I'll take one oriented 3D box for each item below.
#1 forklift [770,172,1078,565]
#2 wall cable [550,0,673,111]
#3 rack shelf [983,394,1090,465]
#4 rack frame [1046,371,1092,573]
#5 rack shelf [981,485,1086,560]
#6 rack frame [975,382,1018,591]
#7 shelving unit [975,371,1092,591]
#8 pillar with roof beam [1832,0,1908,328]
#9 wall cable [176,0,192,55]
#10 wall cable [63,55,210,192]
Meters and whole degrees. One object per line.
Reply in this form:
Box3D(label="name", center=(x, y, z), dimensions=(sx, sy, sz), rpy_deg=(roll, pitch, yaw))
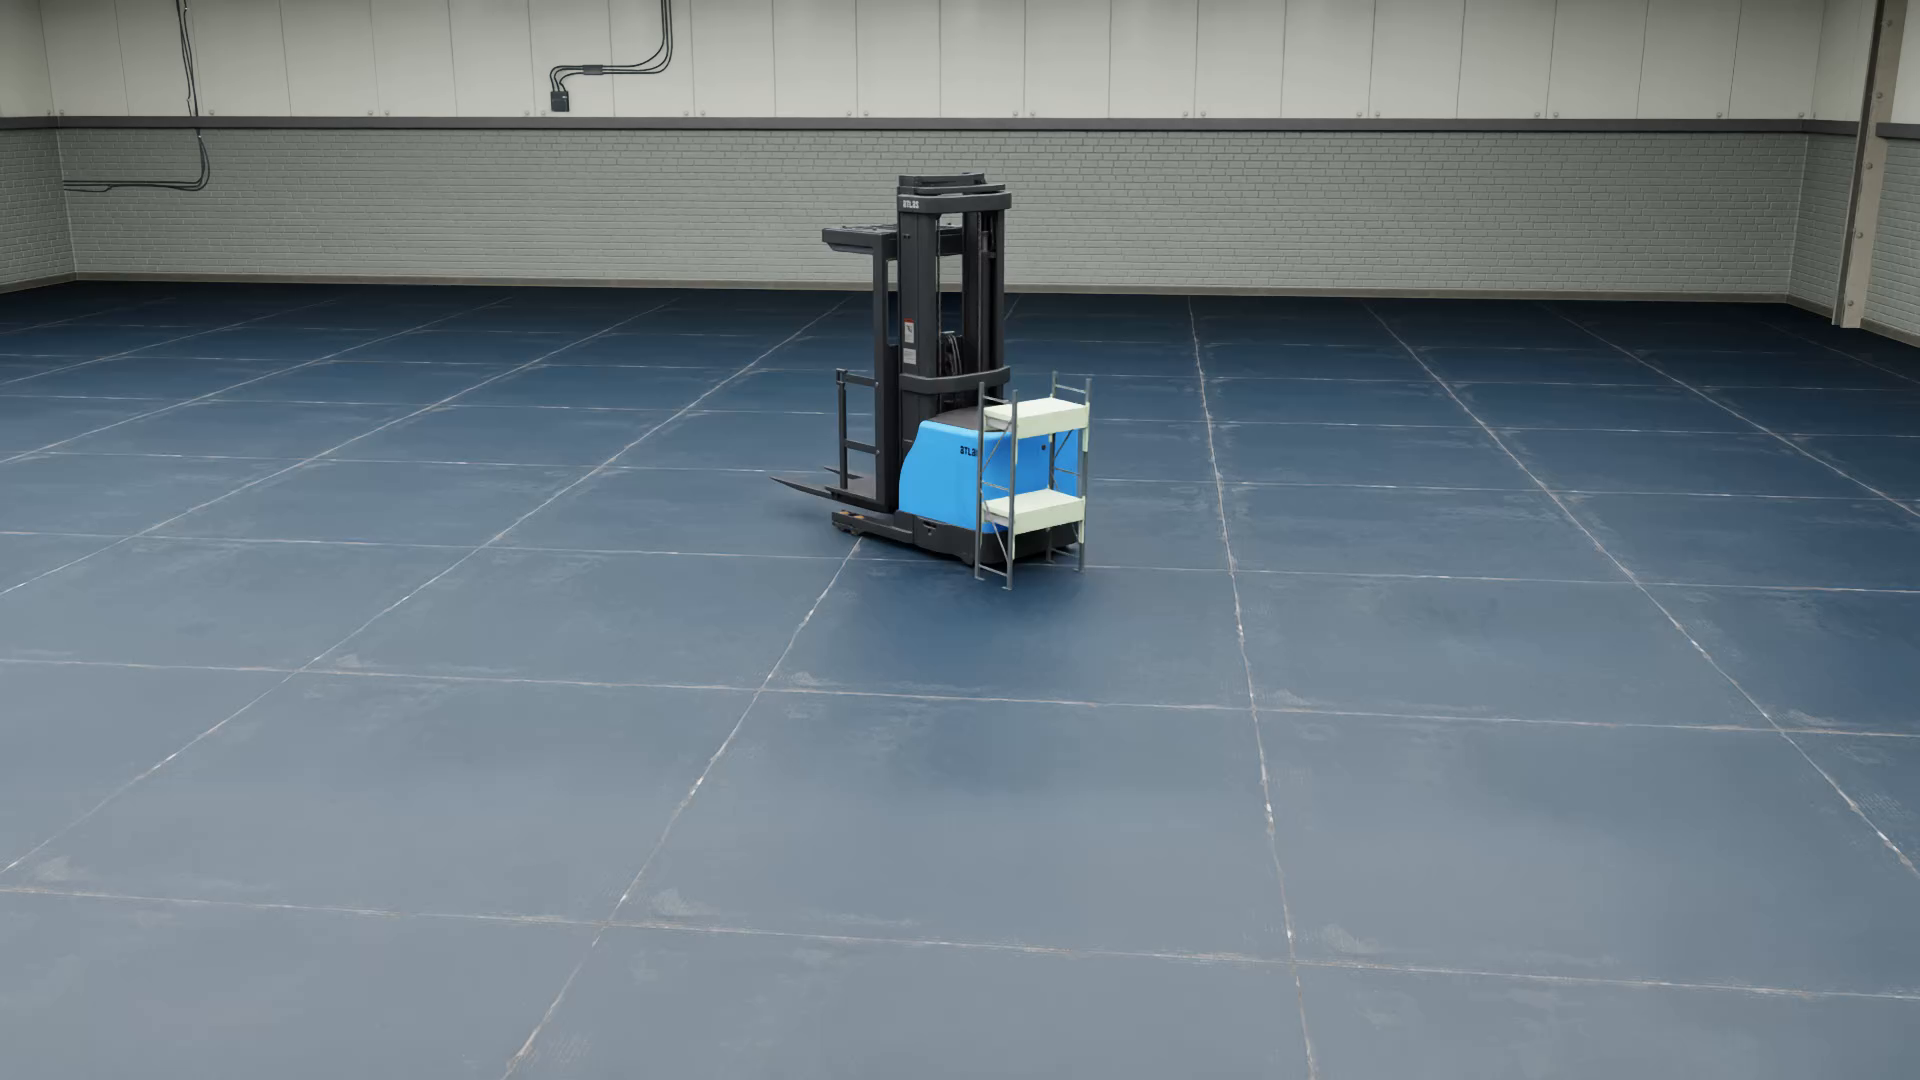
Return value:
Box3D(label="forklift", center=(-0.425, -1.534, 13.720), dimensions=(1.130, 2.935, 3.031), rpy_deg=(-14, 20, -41))
Box3D(label="wall cable", center=(-6.318, -10.711, 29.518), dimensions=(2.305, 6.003, 0.169), rpy_deg=(2, 15, 6))
Box3D(label="rack shelf", center=(0.550, -0.827, 12.327), dimensions=(0.720, 0.370, 0.431), rpy_deg=(-12, 21, -38))
Box3D(label="rack frame", center=(0.823, -0.514, 12.664), dimensions=(0.023, 1.500, 0.400), rpy_deg=(-12, 21, -38))
Box3D(label="rack shelf", center=(0.536, -0.140, 12.530), dimensions=(0.720, 0.370, 0.431), rpy_deg=(-12, 21, -38))
Box3D(label="rack frame", center=(0.262, -0.392, 12.211), dimensions=(0.023, 1.500, 0.400), rpy_deg=(-12, 21, -38))
Box3D(label="shelving unit", center=(0.543, -0.453, 12.438), dimensions=(0.755, 1.500, 0.431), rpy_deg=(-12, 21, -38))
Box3D(label="pillar with roof beam", center=(9.626, -7.827, 25.367), dimensions=(9.100, 9.000, 0.400), rpy_deg=(2, 15, 6))
Box3D(label="wall cable", center=(-13.061, -10.212, 30.463), dimensions=(3.097, 2.526, 0.112), rpy_deg=(2, 15, 6))
Box3D(label="wall cable", center=(-15.749, -7.854, 31.416), dimensions=(3.097, 2.526, 0.112), rpy_deg=(2, 15, 6))
